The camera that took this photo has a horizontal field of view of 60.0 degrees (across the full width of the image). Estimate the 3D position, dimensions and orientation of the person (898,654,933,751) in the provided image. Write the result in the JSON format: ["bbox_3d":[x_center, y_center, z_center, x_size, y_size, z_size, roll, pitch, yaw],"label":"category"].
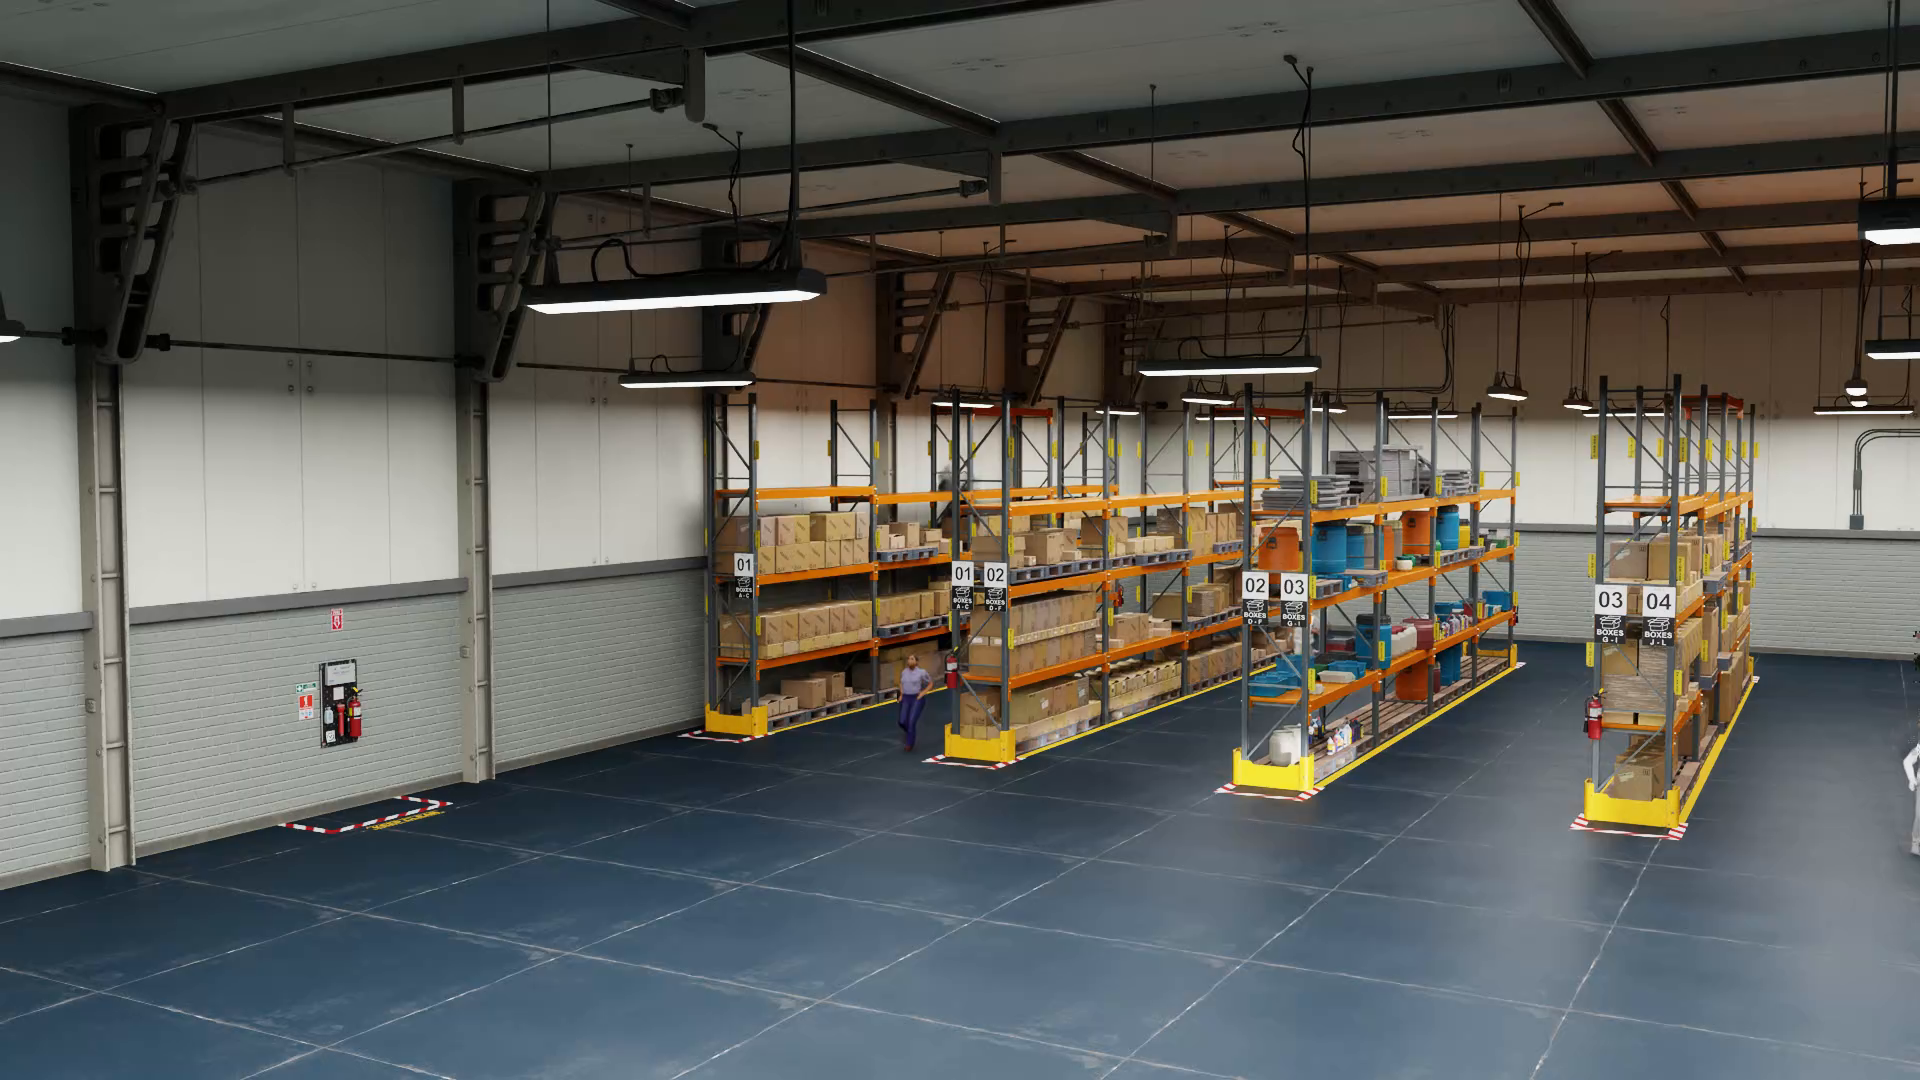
[{"bbox_3d":[-0.795,2.713,27.845,0.607,1.592,0.577,1,3,24],"label":"person"}]

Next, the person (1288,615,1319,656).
[{"bbox_3d":[7.269,2.214,35.194,0.660,1.836,0.757,1,3,17],"label":"person"}]

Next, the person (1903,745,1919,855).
[{"bbox_3d":[12.136,3.081,20.763,0.653,1.654,0.601,1,3,17],"label":"person"}]

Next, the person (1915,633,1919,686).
[{"bbox_3d":[20.643,2.240,35.210,0.721,1.786,0.760,1,3,17],"label":"person"}]
